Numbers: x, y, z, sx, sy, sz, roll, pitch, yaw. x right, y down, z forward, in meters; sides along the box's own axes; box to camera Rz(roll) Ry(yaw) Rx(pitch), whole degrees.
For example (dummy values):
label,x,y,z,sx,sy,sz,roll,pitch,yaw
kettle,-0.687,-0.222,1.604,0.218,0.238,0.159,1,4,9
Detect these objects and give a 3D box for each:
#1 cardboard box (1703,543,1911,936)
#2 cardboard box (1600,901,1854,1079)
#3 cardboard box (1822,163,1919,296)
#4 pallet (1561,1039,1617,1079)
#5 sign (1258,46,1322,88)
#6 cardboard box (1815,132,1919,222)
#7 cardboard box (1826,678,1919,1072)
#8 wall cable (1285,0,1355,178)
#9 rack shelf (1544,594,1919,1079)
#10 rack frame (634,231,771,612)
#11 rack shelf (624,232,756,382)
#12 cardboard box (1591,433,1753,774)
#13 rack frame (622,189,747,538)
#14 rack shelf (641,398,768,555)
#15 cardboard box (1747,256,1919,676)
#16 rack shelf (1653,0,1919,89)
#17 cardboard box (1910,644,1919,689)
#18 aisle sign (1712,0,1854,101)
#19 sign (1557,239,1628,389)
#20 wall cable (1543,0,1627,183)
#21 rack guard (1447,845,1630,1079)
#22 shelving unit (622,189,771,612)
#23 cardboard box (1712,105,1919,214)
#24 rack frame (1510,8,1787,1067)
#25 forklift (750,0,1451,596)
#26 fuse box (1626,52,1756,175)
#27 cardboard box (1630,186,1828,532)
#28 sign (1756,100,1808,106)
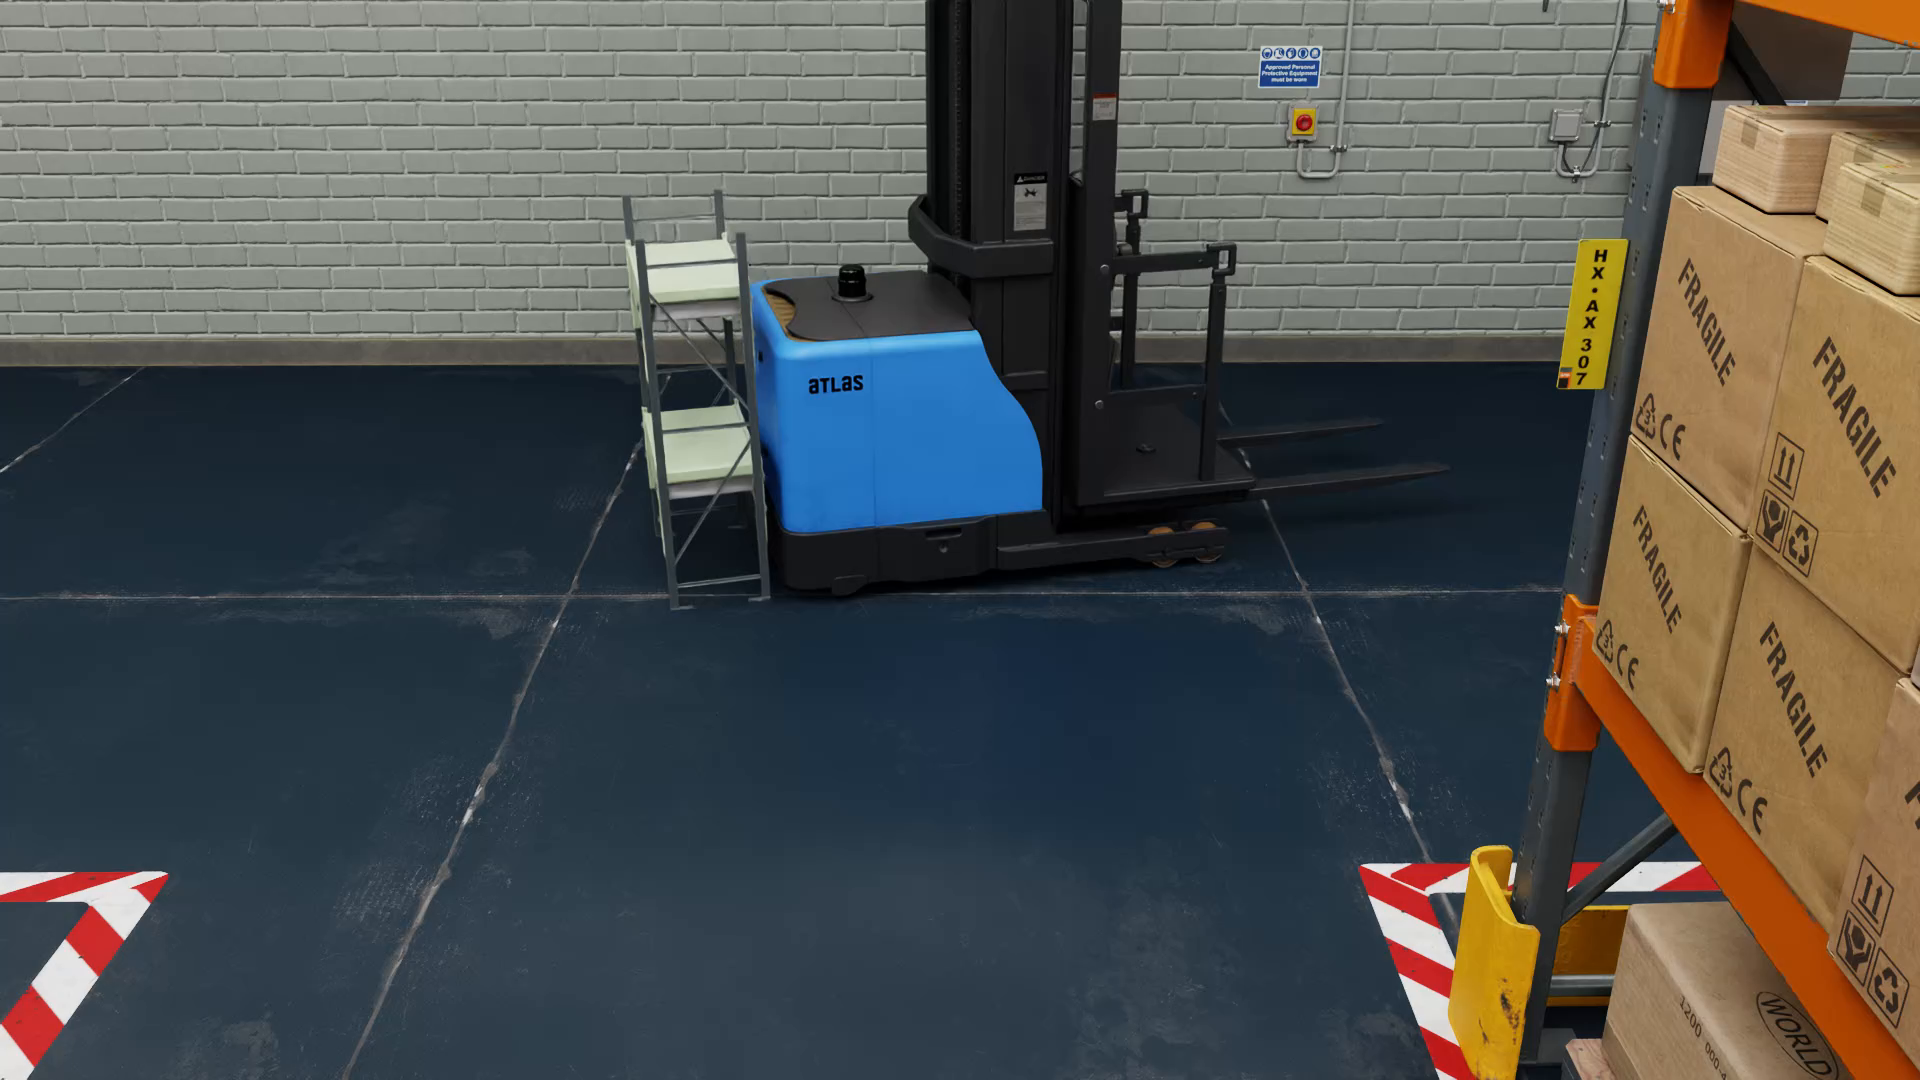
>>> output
label,x,y,z,sx,sy,sz,roll,pitch,yaw
cardboard box,1.641,0.318,2.785,0.500,0.500,0.500,-1,24,-1
cardboard box,1.996,1.204,3.547,0.875,0.438,0.875,-1,24,-2
cardboard box,1.578,-0.477,2.544,0.380,0.149,0.250,0,24,1
pallet,1.976,1.556,3.553,1.003,0.211,1.213,0,24,-1
sign,1.755,-2.515,8.843,0.327,0.218,0.001,0,24,-1
cardboard box,1.690,-0.585,2.782,0.380,0.149,0.250,0,24,1
cardboard box,1.628,0.528,2.321,0.500,0.500,0.500,0,24,-1
wall cable,1.804,-2.844,8.627,0.585,1.953,0.123,0,24,-1
rack shelf,1.911,1.108,2.032,1.077,0.370,4.000,0,24,-1
rack frame,-0.970,-0.424,6.359,0.400,1.500,0.023,-7,25,-12
rack shelf,-1.065,-0.925,6.520,0.431,0.370,0.720,-7,25,-12
cardboard box,1.607,0.110,3.245,0.500,0.500,0.500,0,24,-1
rack frame,-1.147,-0.717,7.006,0.400,1.500,0.023,-7,25,-12
rack shelf,-1.054,-0.274,6.818,0.431,0.370,0.720,-7,25,-12
cardboard box,1.622,-0.133,2.569,0.500,0.500,0.500,-1,24,-2
rack shelf,1.911,-0.258,1.414,1.077,0.370,4.000,0,24,-1
cardboard box,1.635,0.079,2.100,0.500,0.500,0.500,0,24,-1
aisle sign,1.598,-1.256,3.233,0.394,0.787,0.004,0,24,-1
sign,1.334,-0.474,3.511,0.100,0.325,0.005,0,24,-1
wall cable,3.222,-2.841,8.659,0.588,1.984,0.122,0,24,-1
rack guard,1.889,1.086,4.243,1.175,0.500,0.348,0,24,-1
shelving unit,-1.059,-0.570,6.682,0.431,1.500,0.755,-7,25,-12
cardboard box,1.616,-0.693,3.020,0.380,0.149,0.250,0,24,1
rack frame,1.889,-0.043,3.706,1.000,3.000,0.127,0,24,-1
forklift,0.644,-1.426,6.847,3.031,2.935,1.130,-6,25,-13
fuse box,3.906,-1.729,8.997,0.539,1.711,0.414,0,24,-1
cardboard box,1.609,-0.346,3.039,0.500,0.500,0.500,-1,24,-2
sign,4.398,-2.360,8.944,0.329,0.494,0.001,0,24,-1
